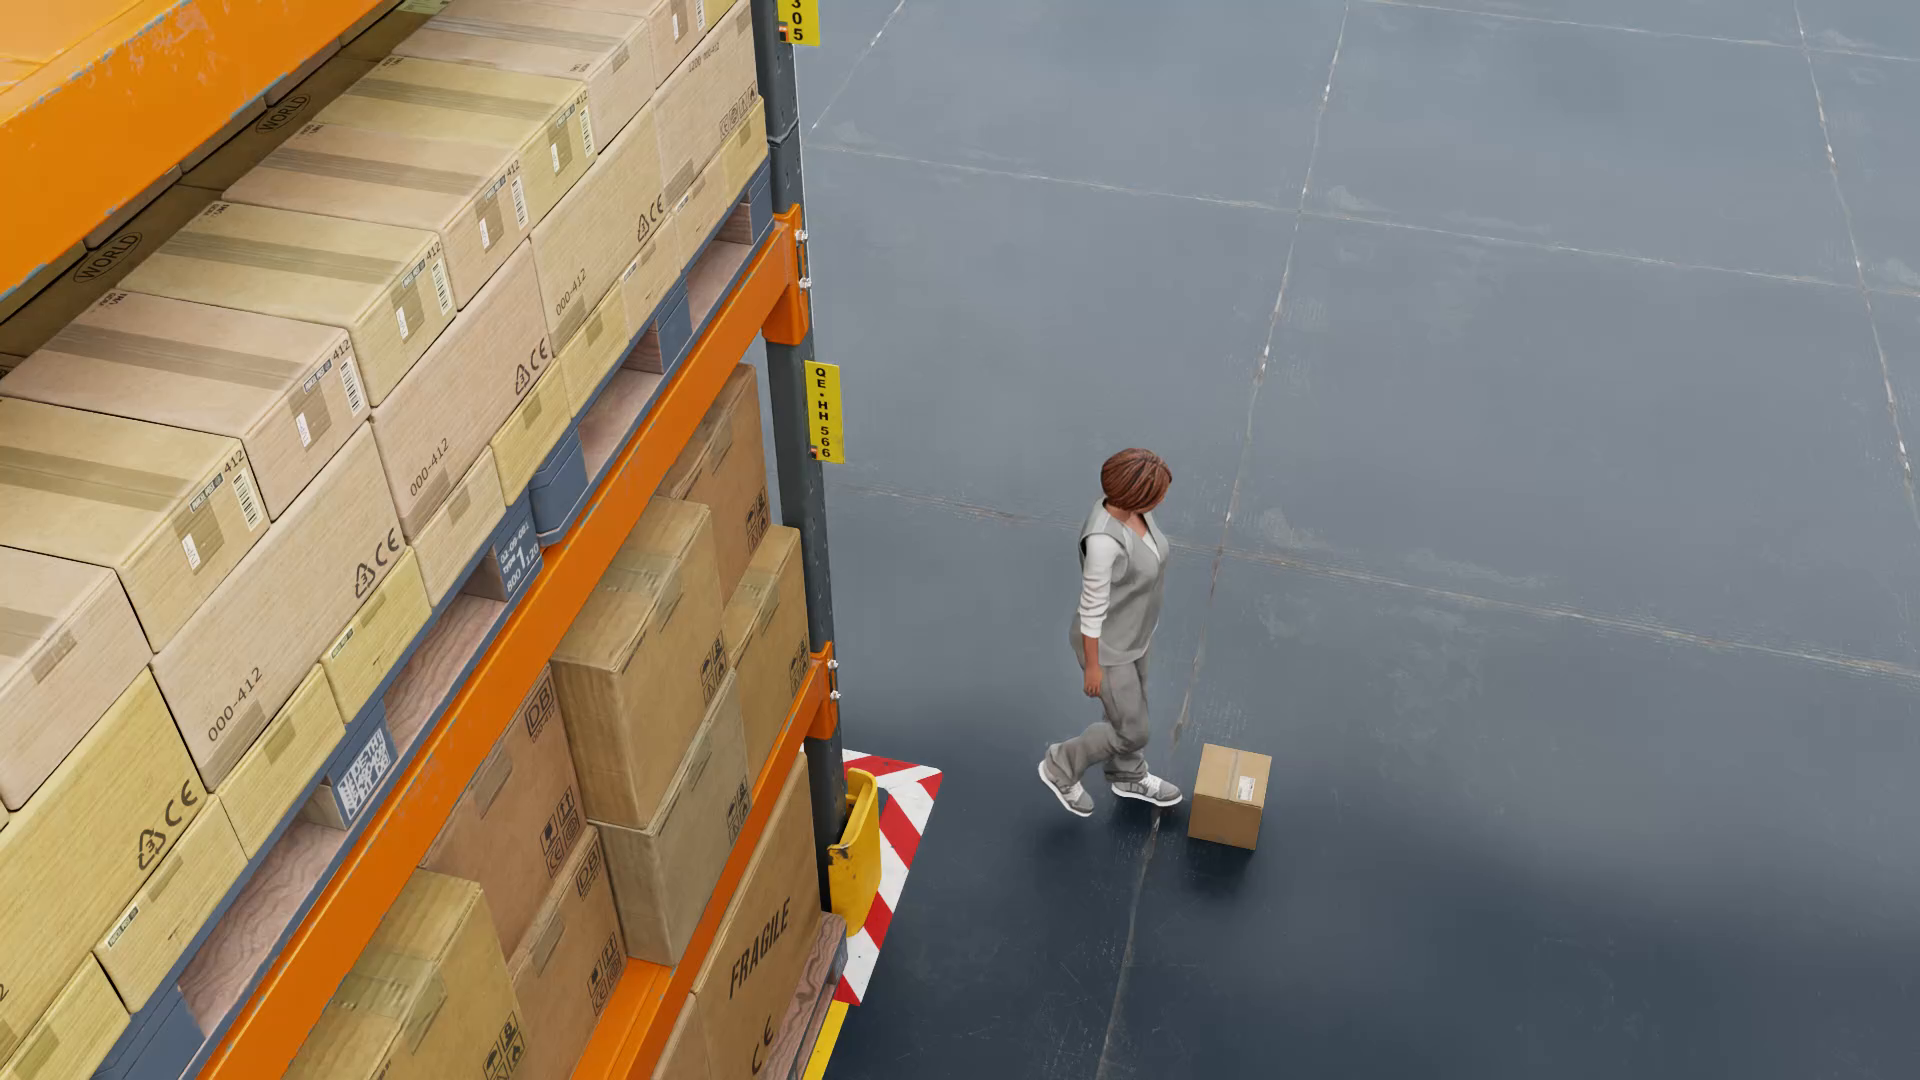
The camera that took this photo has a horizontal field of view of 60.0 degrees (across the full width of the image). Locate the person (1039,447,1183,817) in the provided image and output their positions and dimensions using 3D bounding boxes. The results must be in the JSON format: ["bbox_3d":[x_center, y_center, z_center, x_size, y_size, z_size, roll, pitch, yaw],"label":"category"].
[{"bbox_3d":[0.580,0.344,5.743,0.518,1.585,0.442,14,44,16],"label":"person"}]
